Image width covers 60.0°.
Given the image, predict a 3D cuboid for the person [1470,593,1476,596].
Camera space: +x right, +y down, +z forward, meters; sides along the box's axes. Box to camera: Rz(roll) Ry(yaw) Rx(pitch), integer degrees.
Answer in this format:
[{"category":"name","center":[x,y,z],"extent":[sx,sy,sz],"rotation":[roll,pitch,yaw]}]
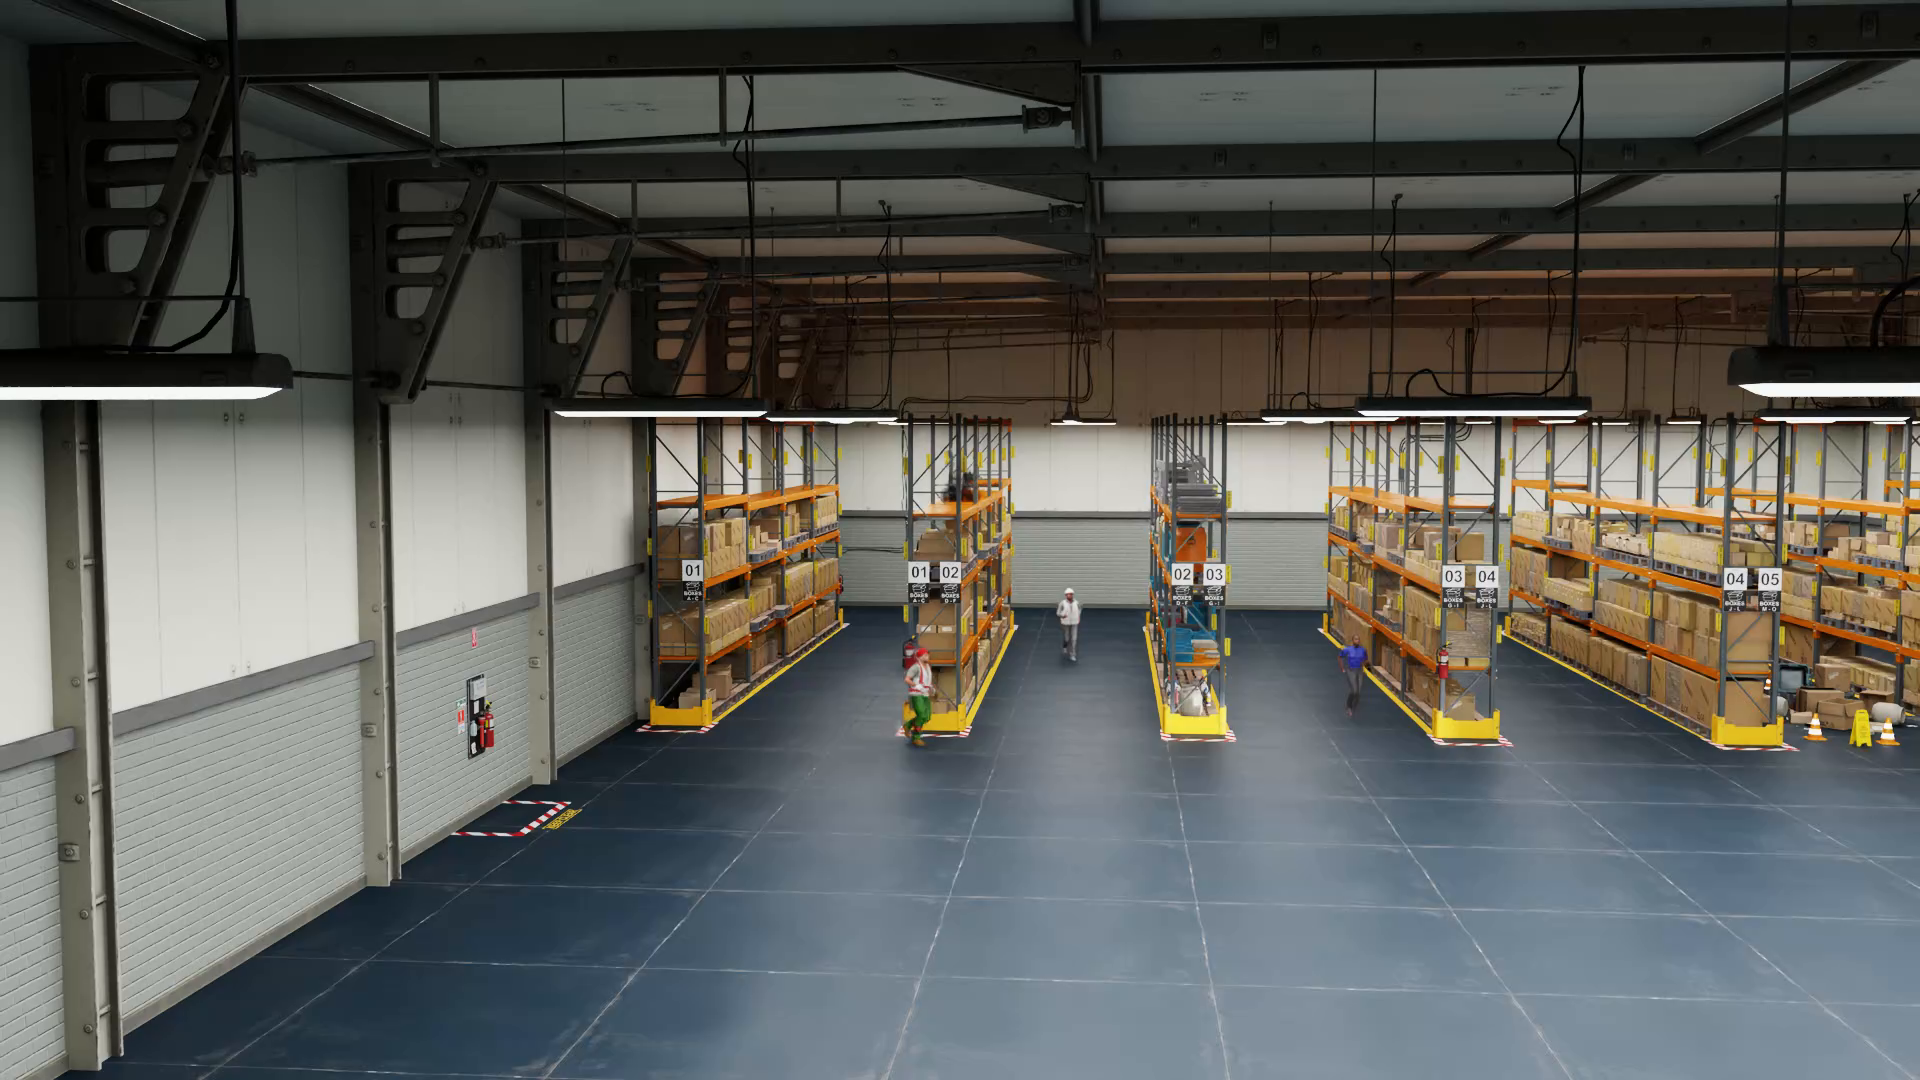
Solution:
[{"category":"person","center":[13.801,1.827,44.423],"extent":[0.653,1.776,0.896],"rotation":[1,4,14]}]

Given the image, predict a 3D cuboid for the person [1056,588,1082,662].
[{"category":"person","center":[2.708,2.074,41.031],"extent":[0.661,1.769,0.936],"rotation":[0,4,-7]}]

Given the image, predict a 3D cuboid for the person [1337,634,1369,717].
[{"category":"person","center":[7.822,2.689,32.927],"extent":[0.546,1.645,0.676],"rotation":[-1,4,-10]}]

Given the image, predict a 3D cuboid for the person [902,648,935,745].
[{"category":"person","center":[-0.723,2.831,30.259],"extent":[0.606,1.730,0.693],"rotation":[3,5,39]}]
